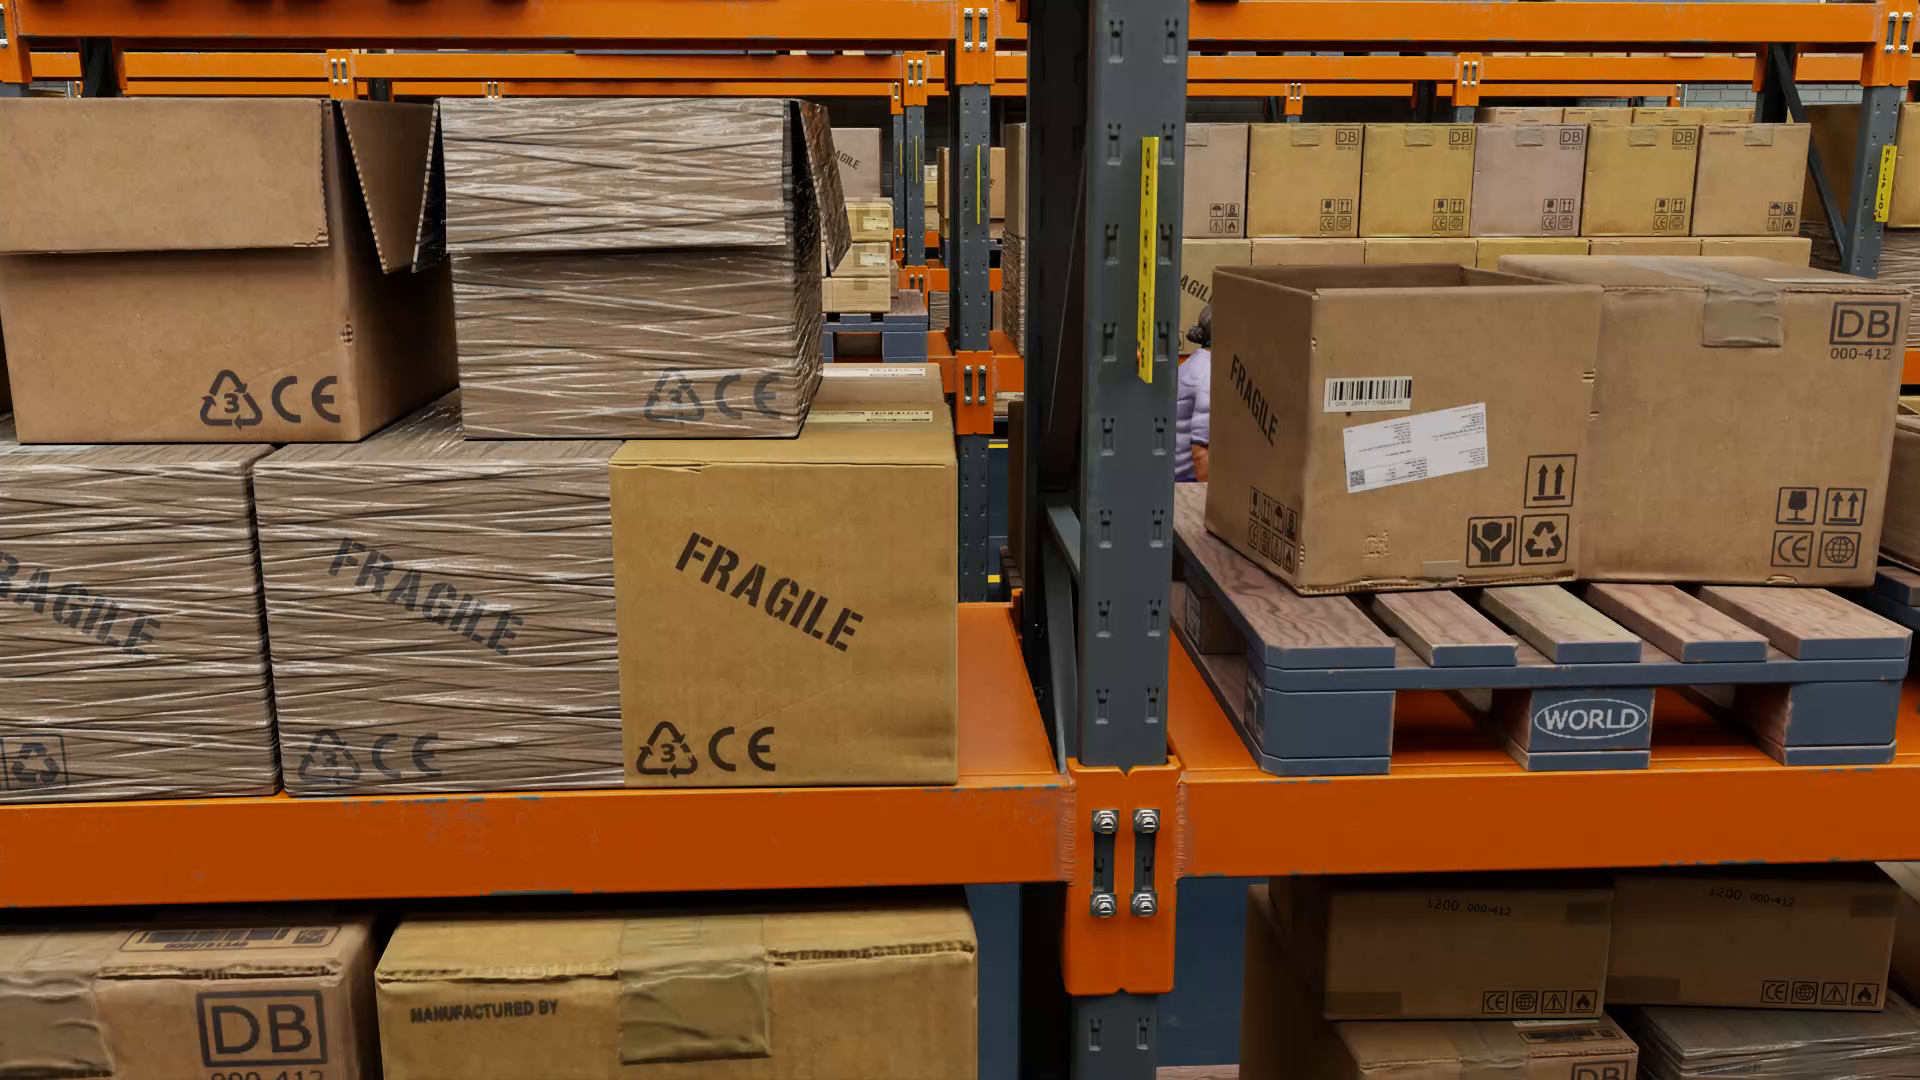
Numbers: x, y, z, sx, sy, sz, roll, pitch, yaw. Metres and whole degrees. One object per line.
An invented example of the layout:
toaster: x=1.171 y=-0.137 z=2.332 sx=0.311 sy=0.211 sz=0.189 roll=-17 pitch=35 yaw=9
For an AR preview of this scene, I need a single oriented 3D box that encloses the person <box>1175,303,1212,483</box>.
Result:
person: x=0.920 y=-0.087 z=6.368 sx=0.371 sy=1.652 sz=0.536 roll=-1 pitch=14 yaw=-4
